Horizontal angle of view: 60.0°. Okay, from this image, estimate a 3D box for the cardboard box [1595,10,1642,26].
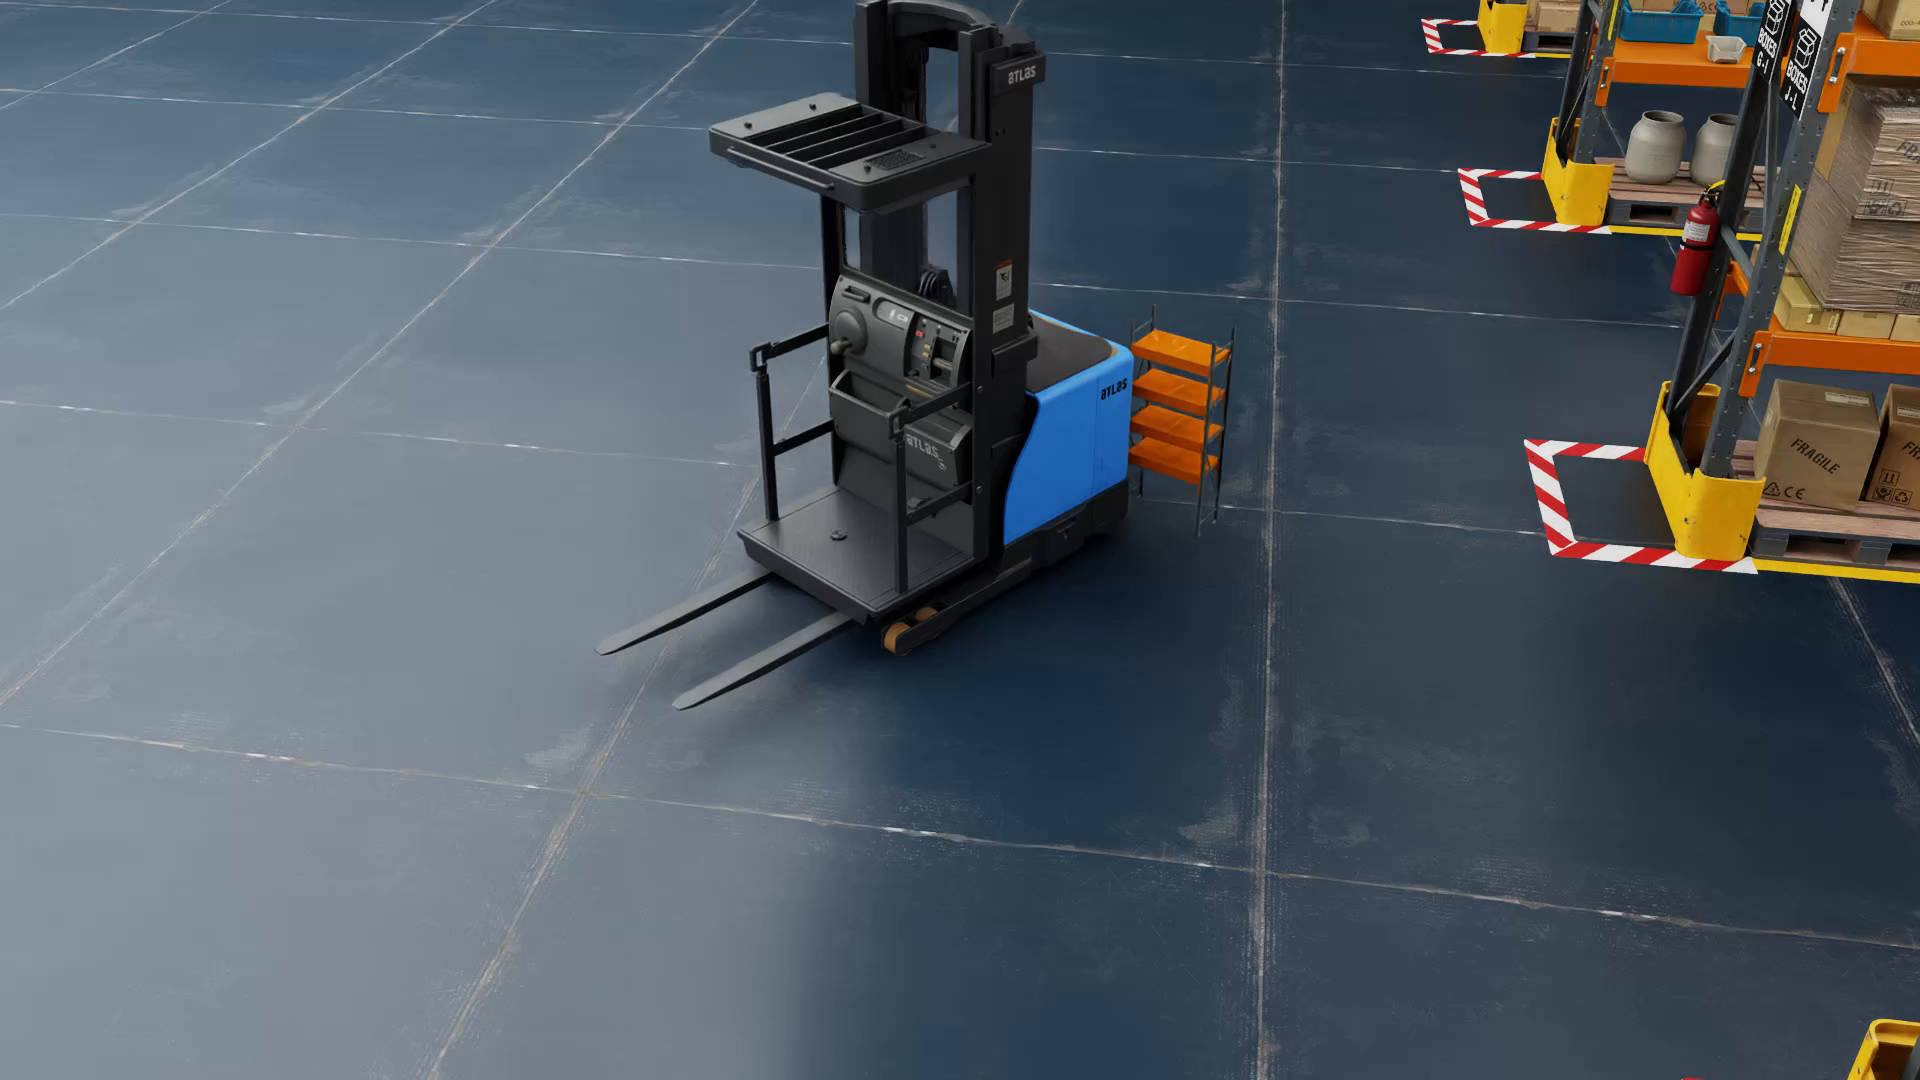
[{"bbox_3d":[6.784,-5.462,17.344,0.500,0.250,0.500,5,32,8],"label":"cardboard box"}]

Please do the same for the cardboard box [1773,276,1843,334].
[{"bbox_3d":[4.370,-1.219,8.607,0.250,0.149,0.380,5,32,8],"label":"cardboard box"}]

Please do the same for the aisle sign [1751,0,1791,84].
[{"bbox_3d":[4.119,-2.740,8.350,0.004,0.787,0.394,5,32,8],"label":"aisle sign"}]

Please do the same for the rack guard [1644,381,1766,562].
[{"bbox_3d":[4.204,-0.409,9.433,0.348,0.500,1.175,5,32,8],"label":"rack guard"}]

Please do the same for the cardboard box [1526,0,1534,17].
[{"bbox_3d":[6.378,-5.775,17.845,0.500,0.250,0.500,5,32,8],"label":"cardboard box"}]

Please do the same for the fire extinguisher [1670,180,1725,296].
[{"bbox_3d":[4.094,-1.694,9.202,0.183,0.674,0.296,5,32,8],"label":"fire extinguisher"}]

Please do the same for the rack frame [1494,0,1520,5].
[{"bbox_3d":[5.800,-6.656,17.057,0.127,3.000,1.000,5,32,8],"label":"rack frame"}]

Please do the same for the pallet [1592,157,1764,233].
[{"bbox_3d":[5.845,-2.826,13.567,1.213,0.211,1.003,5,32,8],"label":"pallet"}]

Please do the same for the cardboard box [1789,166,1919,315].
[{"bbox_3d":[4.667,-1.581,8.573,0.500,0.500,0.875,5,32,8],"label":"cardboard box"}]

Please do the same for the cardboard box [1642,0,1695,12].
[{"bbox_3d":[7.279,-5.741,17.083,0.500,0.500,0.500,5,32,8],"label":"cardboard box"}]

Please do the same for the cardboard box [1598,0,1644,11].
[{"bbox_3d":[6.784,-5.779,17.144,0.500,0.500,0.500,5,32,8],"label":"cardboard box"}]

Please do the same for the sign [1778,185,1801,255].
[{"bbox_3d":[4.038,-1.559,8.097,0.005,0.325,0.100,5,32,8],"label":"sign"}]

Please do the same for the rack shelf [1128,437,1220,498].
[{"bbox_3d":[1.187,-0.419,9.289,0.480,0.148,0.258,21,38,30],"label":"rack shelf"}]

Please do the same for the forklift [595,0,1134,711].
[{"bbox_3d":[-0.453,-0.970,8.038,1.130,2.935,3.031,28,41,37],"label":"forklift"}]

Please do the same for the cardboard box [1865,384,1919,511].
[{"bbox_3d":[5.337,-0.494,9.172,0.500,0.500,0.500,14,35,21],"label":"cardboard box"}]

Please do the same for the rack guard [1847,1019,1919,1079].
[{"bbox_3d":[3.172,2.167,5.317,0.348,0.500,1.175,5,32,8],"label":"rack guard"}]

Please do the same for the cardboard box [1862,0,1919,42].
[{"bbox_3d":[4.561,-2.505,7.739,0.500,0.250,0.500,6,33,10],"label":"cardboard box"}]

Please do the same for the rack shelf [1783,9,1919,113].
[{"bbox_3d":[6.101,-2.264,7.890,4.000,0.370,1.077,5,32,8],"label":"rack shelf"}]

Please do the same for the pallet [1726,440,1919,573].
[{"bbox_3d":[4.999,-0.196,9.364,1.213,0.211,1.003,5,32,8],"label":"pallet"}]

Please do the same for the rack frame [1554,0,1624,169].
[{"bbox_3d":[4.963,-4.066,12.919,0.127,3.000,1.000,5,32,8],"label":"rack frame"}]

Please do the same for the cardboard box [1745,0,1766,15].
[{"bbox_3d":[8.264,-5.650,16.938,0.500,0.500,0.500,5,32,8],"label":"cardboard box"}]

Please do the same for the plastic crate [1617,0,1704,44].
[{"bbox_3d":[5.506,-4.115,13.137,0.616,0.251,0.499,5,32,8],"label":"plastic crate"}]

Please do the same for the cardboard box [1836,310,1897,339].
[{"bbox_3d":[4.613,-1.187,8.555,0.250,0.149,0.380,5,32,8],"label":"cardboard box"}]

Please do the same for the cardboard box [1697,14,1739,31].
[{"bbox_3d":[7.769,-5.370,17.197,0.500,0.250,0.500,5,32,8],"label":"cardboard box"}]

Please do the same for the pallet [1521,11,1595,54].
[{"bbox_3d":[6.561,-5.428,17.723,1.213,0.211,1.003,5,32,8],"label":"pallet"}]

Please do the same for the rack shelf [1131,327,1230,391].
[{"bbox_3d":[1.187,-0.978,8.940,0.480,0.148,0.258,21,38,30],"label":"rack shelf"}]

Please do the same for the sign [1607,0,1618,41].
[{"bbox_3d":[4.866,-3.896,12.386,0.005,0.325,0.100,5,32,8],"label":"sign"}]

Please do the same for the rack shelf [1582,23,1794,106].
[{"bbox_3d":[6.934,-3.582,12.824,4.000,0.370,1.077,5,32,8],"label":"rack shelf"}]

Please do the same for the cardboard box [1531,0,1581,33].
[{"bbox_3d":[6.291,-5.505,17.413,0.500,0.250,0.500,5,32,8],"label":"cardboard box"}]

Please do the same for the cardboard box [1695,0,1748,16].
[{"bbox_3d":[7.769,-5.687,16.998,0.500,0.500,0.500,5,32,8],"label":"cardboard box"}]

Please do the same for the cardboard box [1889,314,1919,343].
[{"bbox_3d":[4.857,-1.156,8.507,0.250,0.149,0.380,5,32,8],"label":"cardboard box"}]

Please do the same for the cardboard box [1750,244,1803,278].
[{"bbox_3d":[4.445,-1.452,8.979,0.250,0.149,0.380,5,32,8],"label":"cardboard box"}]

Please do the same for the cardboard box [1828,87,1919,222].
[{"bbox_3d":[4.626,-1.876,8.103,0.500,0.500,0.500,5,32,8],"label":"cardboard box"}]

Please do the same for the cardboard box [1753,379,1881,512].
[{"bbox_3d":[4.742,-0.529,9.229,0.500,0.500,0.500,11,34,17],"label":"cardboard box"}]

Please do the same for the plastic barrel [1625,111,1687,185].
[{"bbox_3d":[5.624,-3.171,13.437,0.421,0.512,0.421,0,32,0],"label":"plastic barrel"}]

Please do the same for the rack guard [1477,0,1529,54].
[{"bbox_3d":[5.776,-5.599,17.724,0.348,0.500,1.175,5,32,8],"label":"rack guard"}]

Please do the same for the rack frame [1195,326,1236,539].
[{"bbox_3d":[1.385,-0.569,9.028,0.015,1.200,0.240,21,38,30],"label":"rack frame"}]

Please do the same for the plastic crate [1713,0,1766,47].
[{"bbox_3d":[6.146,-4.054,13.039,0.408,0.251,0.499,5,32,8],"label":"plastic crate"}]

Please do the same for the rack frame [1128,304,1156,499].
[{"bbox_3d":[0.988,-0.720,9.269,0.015,1.200,0.240,21,38,30],"label":"rack frame"}]

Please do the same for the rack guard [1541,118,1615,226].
[{"bbox_3d":[5.045,-3.024,13.610,0.348,0.500,1.175,5,32,8],"label":"rack guard"}]

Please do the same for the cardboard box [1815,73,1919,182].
[{"bbox_3d":[4.713,-2.148,8.537,0.500,0.500,0.500,5,32,8],"label":"cardboard box"}]

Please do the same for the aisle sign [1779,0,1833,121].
[{"bbox_3d":[4.018,-2.426,7.849,0.004,0.787,0.394,5,32,8],"label":"aisle sign"}]

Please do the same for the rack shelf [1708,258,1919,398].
[{"bbox_3d":[6.101,-0.992,8.686,4.000,0.370,1.077,5,32,8],"label":"rack shelf"}]

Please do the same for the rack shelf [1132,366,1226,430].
[{"bbox_3d":[1.187,-0.777,9.065,0.480,0.148,0.258,21,38,30],"label":"rack shelf"}]

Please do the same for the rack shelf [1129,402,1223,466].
[{"bbox_3d":[1.187,-0.587,9.184,0.480,0.148,0.258,21,38,30],"label":"rack shelf"}]

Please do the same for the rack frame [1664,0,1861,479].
[{"bbox_3d":[4.129,-1.476,8.780,0.127,3.000,1.000,5,32,8],"label":"rack frame"}]

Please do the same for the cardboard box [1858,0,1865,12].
[{"bbox_3d":[4.647,-2.773,8.168,0.500,0.250,0.500,6,33,9],"label":"cardboard box"}]

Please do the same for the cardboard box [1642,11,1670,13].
[{"bbox_3d":[7.277,-5.417,17.273,0.500,0.250,0.500,5,32,8],"label":"cardboard box"}]

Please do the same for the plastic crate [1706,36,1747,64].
[{"bbox_3d":[5.791,-3.706,12.592,0.250,0.136,0.298,5,32,8],"label":"plastic crate"}]

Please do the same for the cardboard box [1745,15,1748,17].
[{"bbox_3d":[8.262,-5.325,17.127,0.500,0.250,0.500,5,32,8],"label":"cardboard box"}]

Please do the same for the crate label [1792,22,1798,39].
[{"bbox_3d":[6.822,-4.058,12.873,0.616,0.435,0.502,5,32,8],"label":"crate label"}]

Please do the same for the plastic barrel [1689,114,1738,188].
[{"bbox_3d":[6.118,-3.126,13.366,0.421,0.512,0.421,0,32,0],"label":"plastic barrel"}]

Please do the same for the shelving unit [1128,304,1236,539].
[{"bbox_3d":[1.187,-0.644,9.148,0.503,1.200,0.258,21,38,30],"label":"shelving unit"}]

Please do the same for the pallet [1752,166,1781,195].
[{"bbox_3d":[7.044,-2.716,13.391,1.213,0.211,1.003,5,32,8],"label":"pallet"}]
